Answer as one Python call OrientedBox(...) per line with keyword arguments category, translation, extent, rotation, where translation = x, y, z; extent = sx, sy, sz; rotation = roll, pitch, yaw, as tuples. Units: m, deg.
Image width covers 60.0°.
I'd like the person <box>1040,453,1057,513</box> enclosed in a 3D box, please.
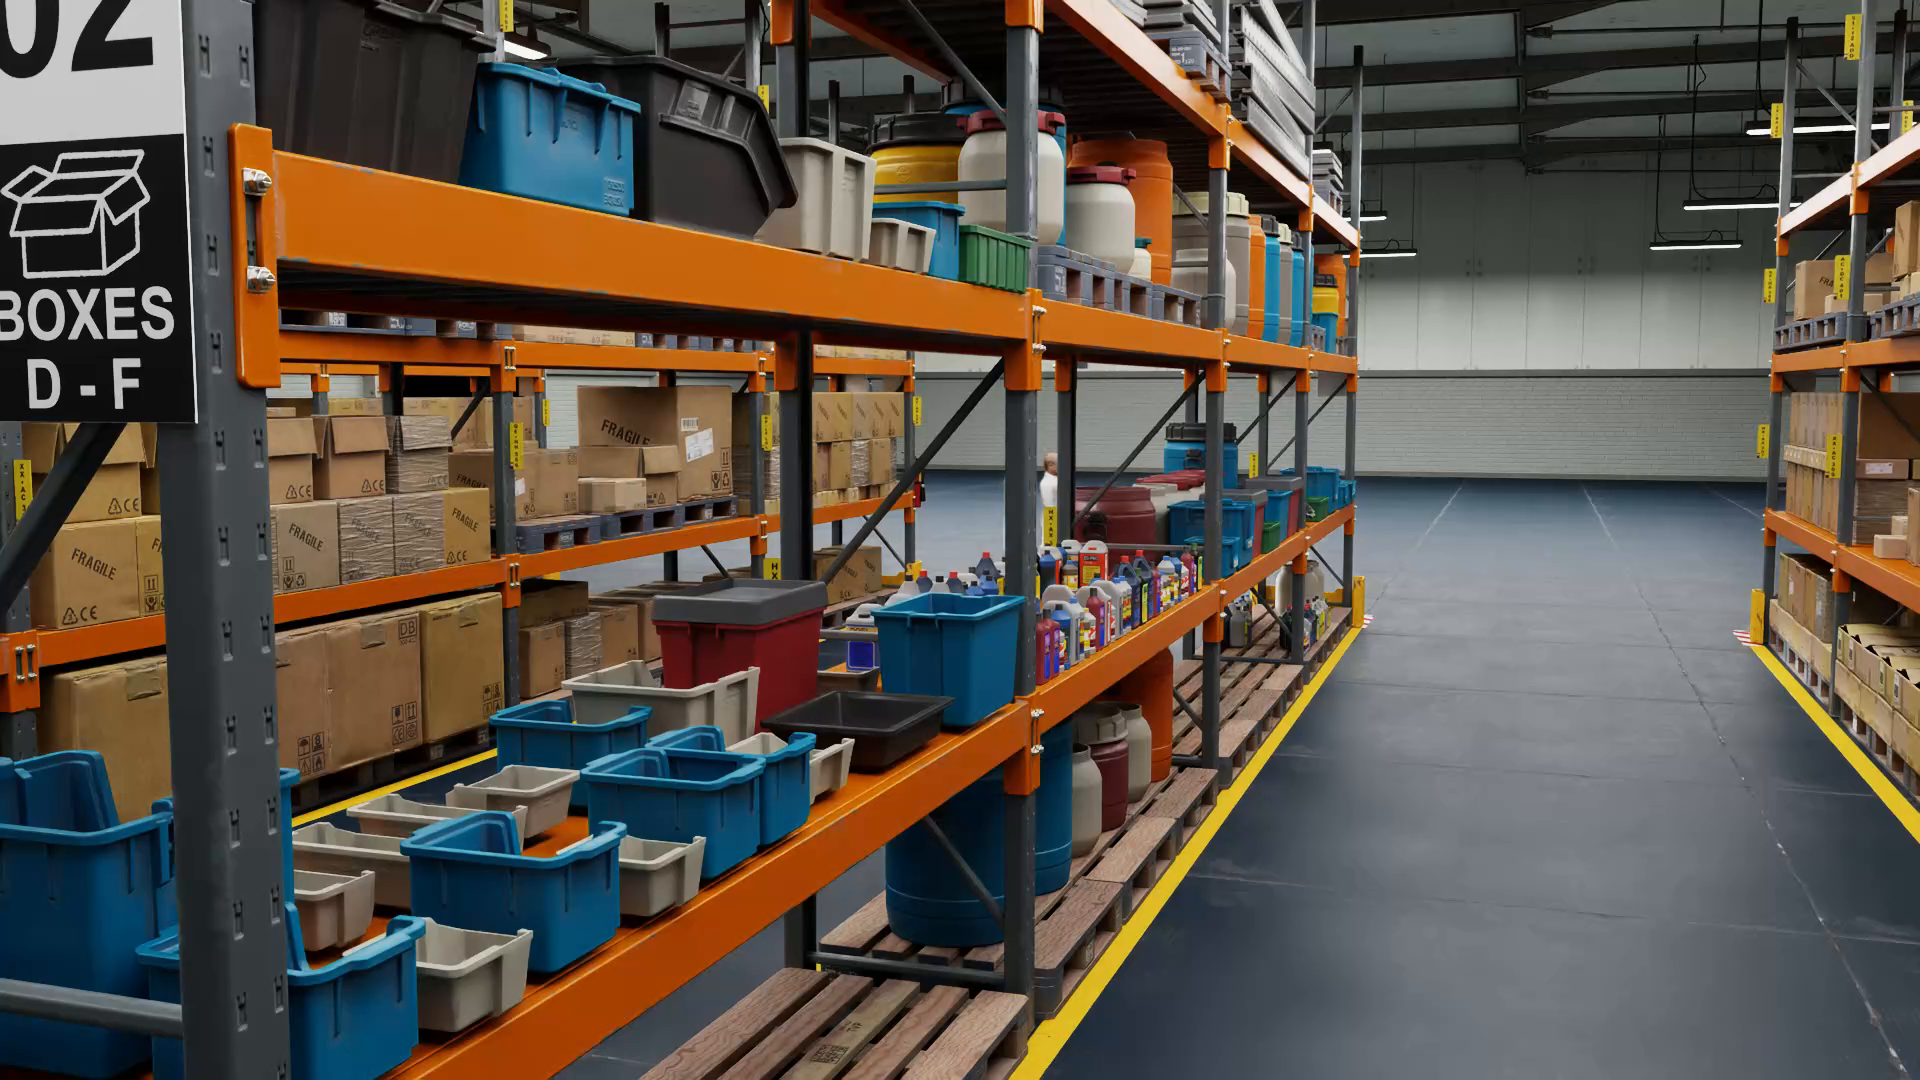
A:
OrientedBox(category="person", translation=(1.104, -0.074, 18.474), extent=(0.623, 1.790, 0.618), rotation=(1, 5, 11))
